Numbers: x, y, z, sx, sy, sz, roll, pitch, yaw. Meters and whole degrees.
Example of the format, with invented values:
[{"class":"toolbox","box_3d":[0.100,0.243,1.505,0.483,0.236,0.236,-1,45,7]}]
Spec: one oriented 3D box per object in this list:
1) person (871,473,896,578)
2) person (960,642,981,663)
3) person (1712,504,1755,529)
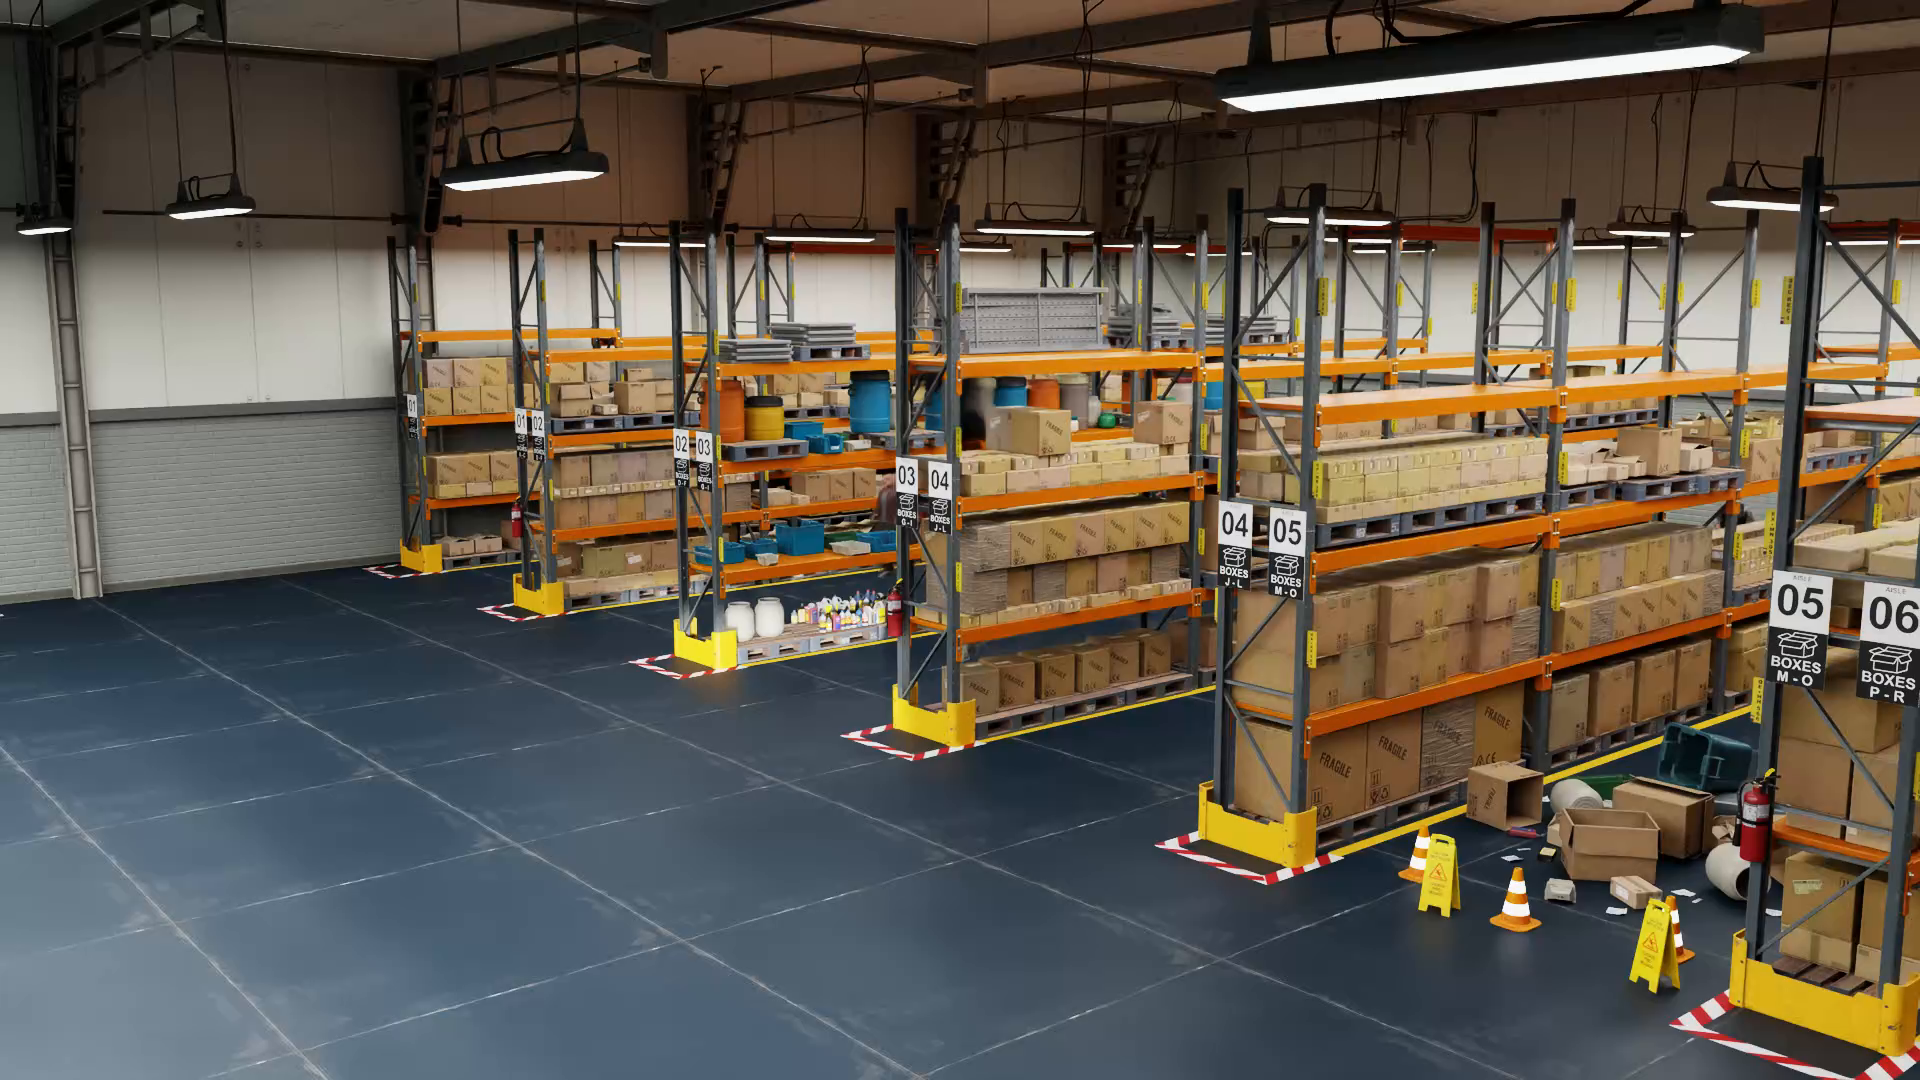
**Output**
[{"class":"person","box_3d":[-1.164,-0.251,27.859,0.712,1.749,0.643,7,11,39]},{"class":"person","box_3d":[0.024,0.771,21.505,0.492,1.671,0.616,-6,11,-34]},{"class":"person","box_3d":[13.122,-0.008,28.326,0.649,1.692,0.567,7,11,37]}]
